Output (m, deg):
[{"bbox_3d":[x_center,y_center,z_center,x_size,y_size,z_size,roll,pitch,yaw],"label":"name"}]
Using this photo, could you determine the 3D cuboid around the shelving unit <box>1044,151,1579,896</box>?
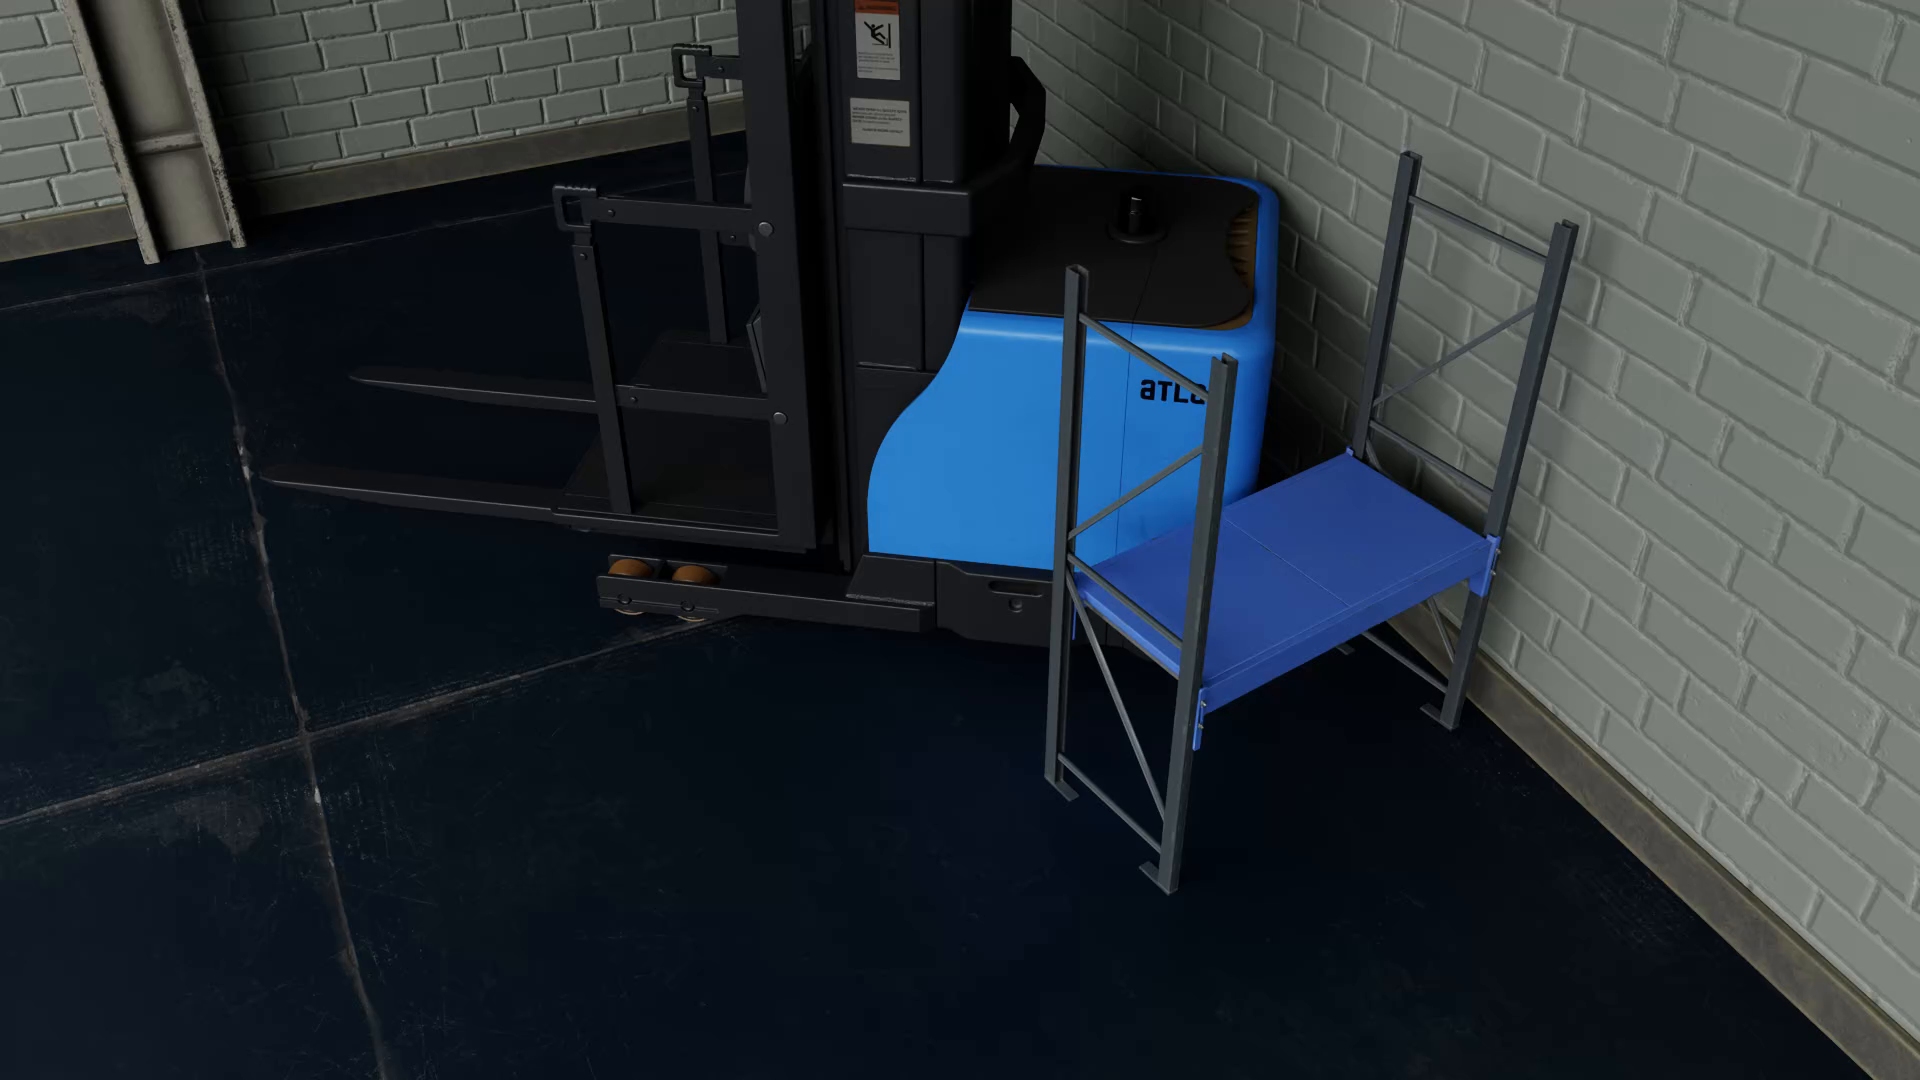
[{"bbox_3d":[0.795,-0.032,4.034,1.048,1.500,0.538,-23,42,-28],"label":"shelving unit"}]

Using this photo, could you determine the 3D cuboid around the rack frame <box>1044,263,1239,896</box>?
[{"bbox_3d":[0.379,0.143,3.799,0.032,1.500,0.500,-23,42,-28],"label":"rack frame"}]

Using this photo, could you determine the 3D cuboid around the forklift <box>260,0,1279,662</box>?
[{"bbox_3d":[-0.619,-1.239,4.460,3.031,2.935,1.130,6,37,8],"label":"forklift"}]

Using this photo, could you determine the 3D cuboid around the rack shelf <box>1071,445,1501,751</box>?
[{"bbox_3d":[0.795,0.112,4.141,1.000,0.185,0.538,-23,42,-28],"label":"rack shelf"}]

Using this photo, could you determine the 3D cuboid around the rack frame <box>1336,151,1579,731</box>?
[{"bbox_3d":[1.210,-0.207,4.270,0.032,1.500,0.500,-23,42,-28],"label":"rack frame"}]

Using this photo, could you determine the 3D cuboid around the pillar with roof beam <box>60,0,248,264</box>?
[{"bbox_3d":[-1.367,-2.545,1.128,0.400,9.000,9.100,-16,39,-20],"label":"pillar with roof beam"}]
